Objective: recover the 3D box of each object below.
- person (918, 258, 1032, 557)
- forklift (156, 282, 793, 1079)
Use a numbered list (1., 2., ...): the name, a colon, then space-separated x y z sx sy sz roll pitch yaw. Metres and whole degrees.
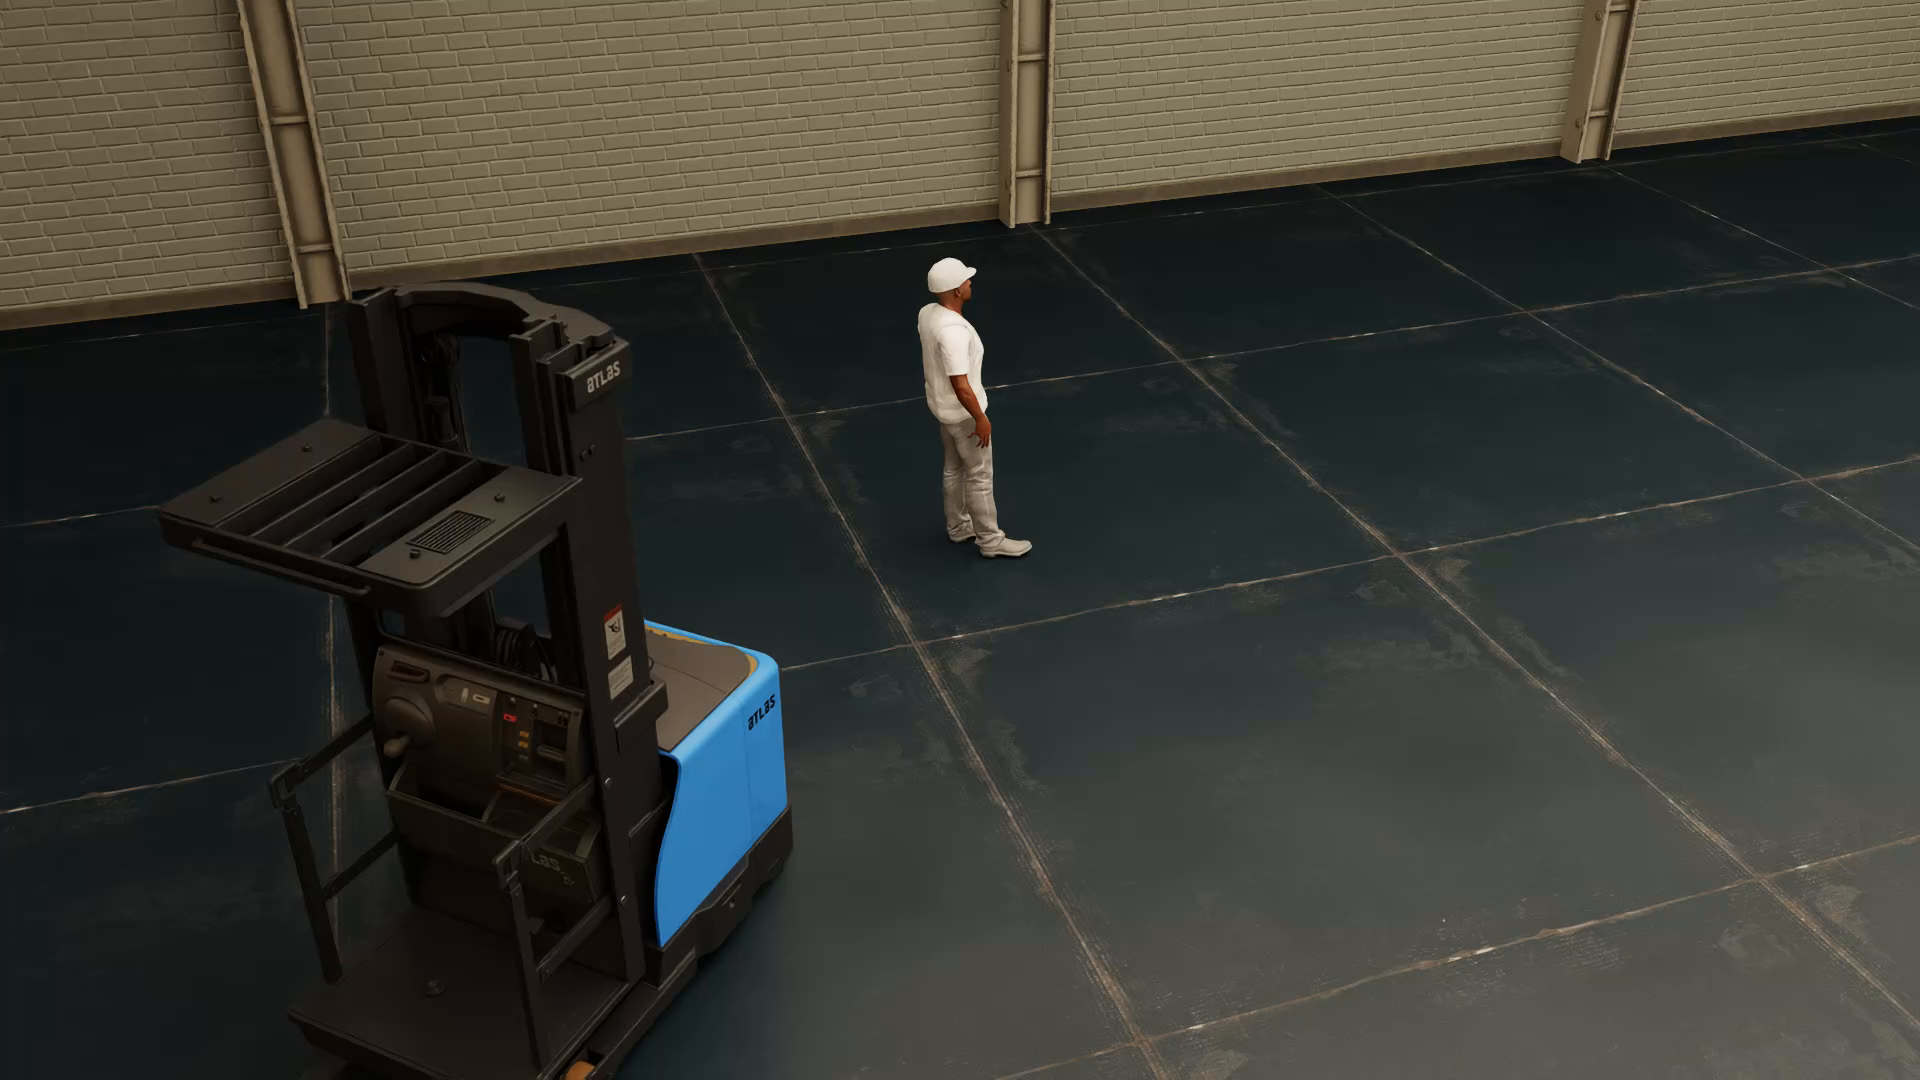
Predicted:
1. person: 0.068 -0.780 9.597 0.575 1.768 0.666 -10 31 -16
2. forklift: -1.841 0.711 5.851 1.130 2.935 3.031 13 33 22
